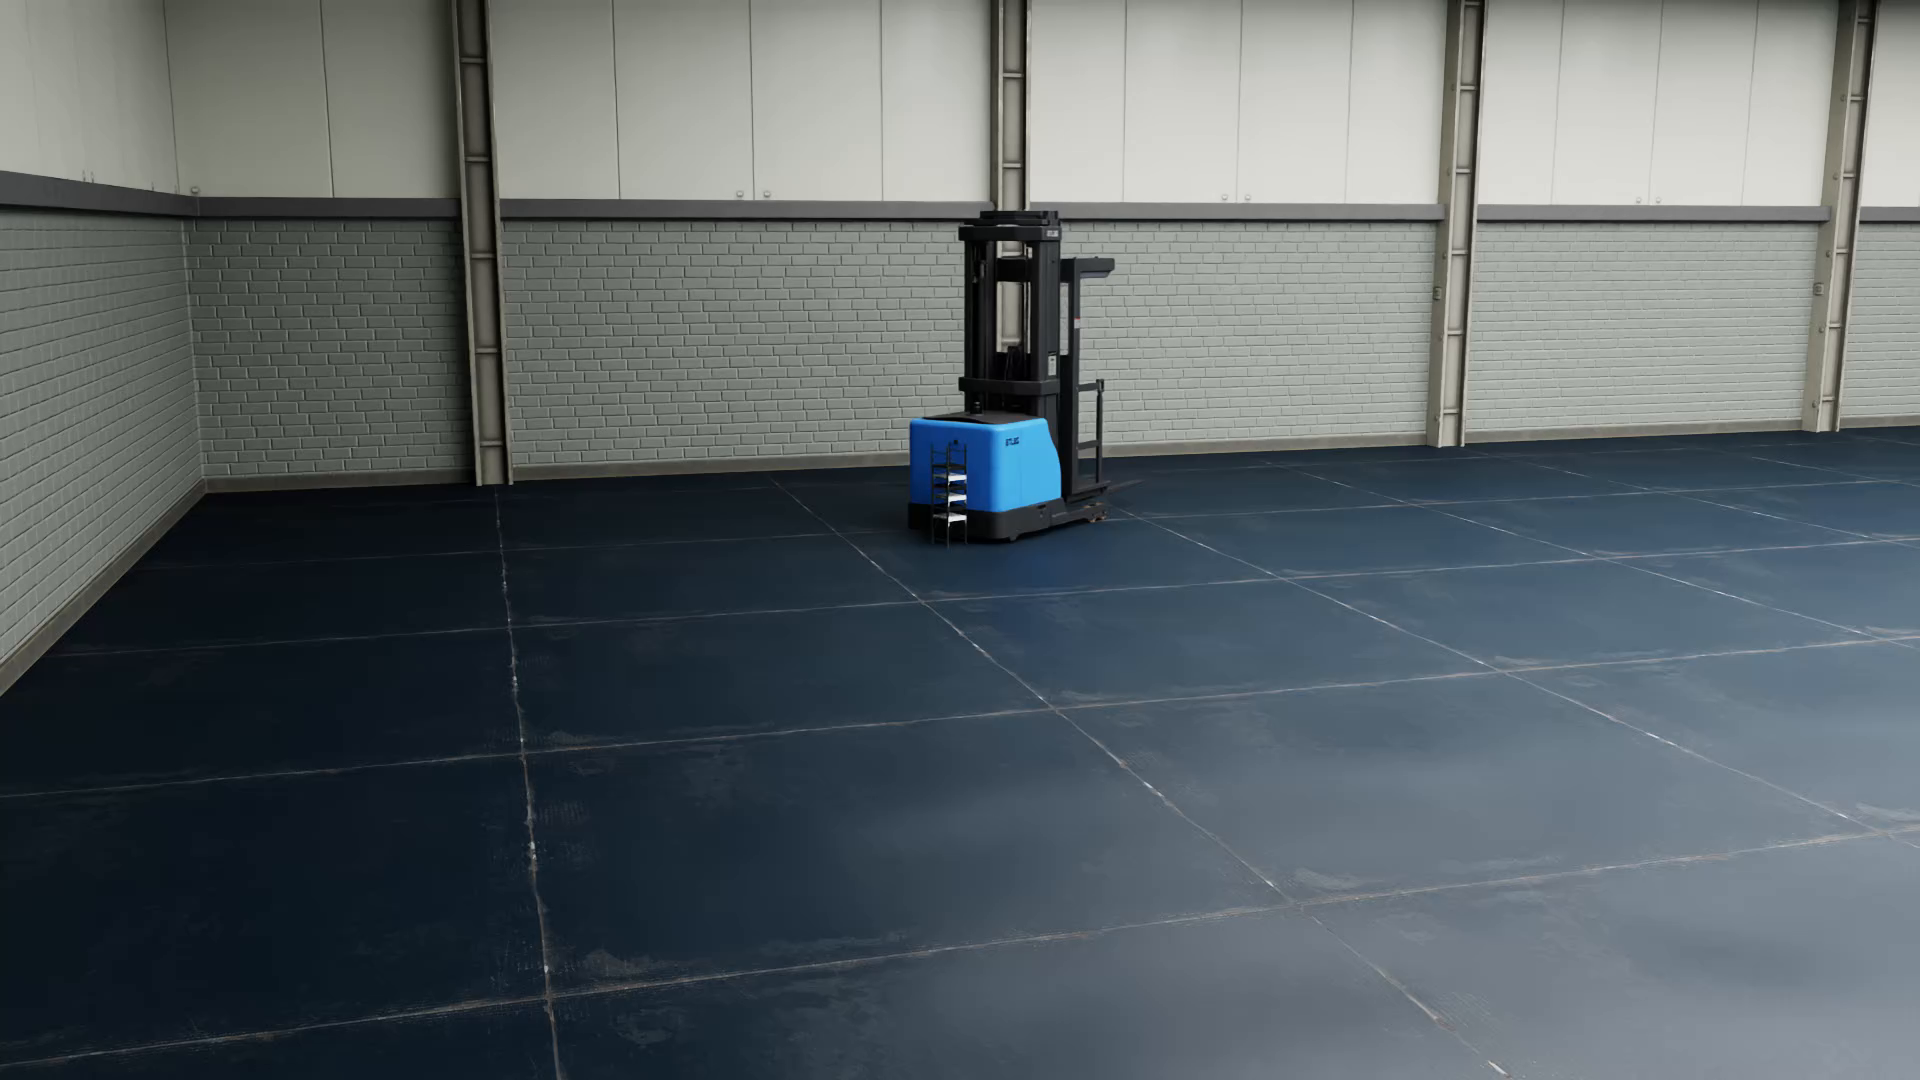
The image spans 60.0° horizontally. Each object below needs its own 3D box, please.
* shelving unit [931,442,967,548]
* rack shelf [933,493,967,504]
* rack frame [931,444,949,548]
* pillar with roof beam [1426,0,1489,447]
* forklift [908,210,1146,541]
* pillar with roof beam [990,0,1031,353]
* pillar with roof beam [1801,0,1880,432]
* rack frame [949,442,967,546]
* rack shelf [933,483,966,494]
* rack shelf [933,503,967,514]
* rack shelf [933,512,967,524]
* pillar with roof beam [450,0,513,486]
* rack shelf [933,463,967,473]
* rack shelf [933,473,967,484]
[{"bbox_3d":[-0.099,-0.397,14.720,0.210,0.900,0.258,-8,13,-39],"label":"shelving unit"},{"bbox_3d":[-0.099,-0.365,14.726,0.200,0.077,0.258,-8,13,-39],"label":"rack shelf"},{"bbox_3d":[-0.178,-0.386,14.657,0.006,0.900,0.240,-8,13,-39],"label":"rack frame"},{"bbox_3d":[7.552,-4.917,16.899,0.400,9.000,9.100,-3,11,-16],"label":"pillar with roof beam"},{"bbox_3d":[0.782,-1.651,15.920,1.130,2.935,3.031,7,13,34],"label":"forklift"},{"bbox_3d":[1.791,-4.613,15.250,0.400,9.000,9.100,-3,11,-16],"label":"pillar with roof beam"},{"bbox_3d":[13.313,-5.220,18.548,0.400,9.000,9.100,-3,11,-16],"label":"pillar with roof beam"},{"bbox_3d":[-0.020,-0.409,14.783,0.006,0.900,0.240,-8,13,-39],"label":"rack frame"},{"bbox_3d":[-0.099,-0.453,14.710,0.200,0.077,0.258,-8,13,-39],"label":"rack shelf"},{"bbox_3d":[-0.099,-0.276,14.742,0.200,0.077,0.258,-8,13,-39],"label":"rack shelf"},{"bbox_3d":[-0.099,-0.188,14.759,0.200,0.077,0.258,-8,13,-39],"label":"rack shelf"},{"bbox_3d":[-3.970,-4.309,13.601,0.400,9.000,9.100,-3,11,-16],"label":"pillar with roof beam"},{"bbox_3d":[-0.099,-0.630,14.677,0.200,0.077,0.258,-8,13,-39],"label":"rack shelf"},{"bbox_3d":[-0.099,-0.542,14.693,0.200,0.077,0.258,-8,13,-39],"label":"rack shelf"}]
